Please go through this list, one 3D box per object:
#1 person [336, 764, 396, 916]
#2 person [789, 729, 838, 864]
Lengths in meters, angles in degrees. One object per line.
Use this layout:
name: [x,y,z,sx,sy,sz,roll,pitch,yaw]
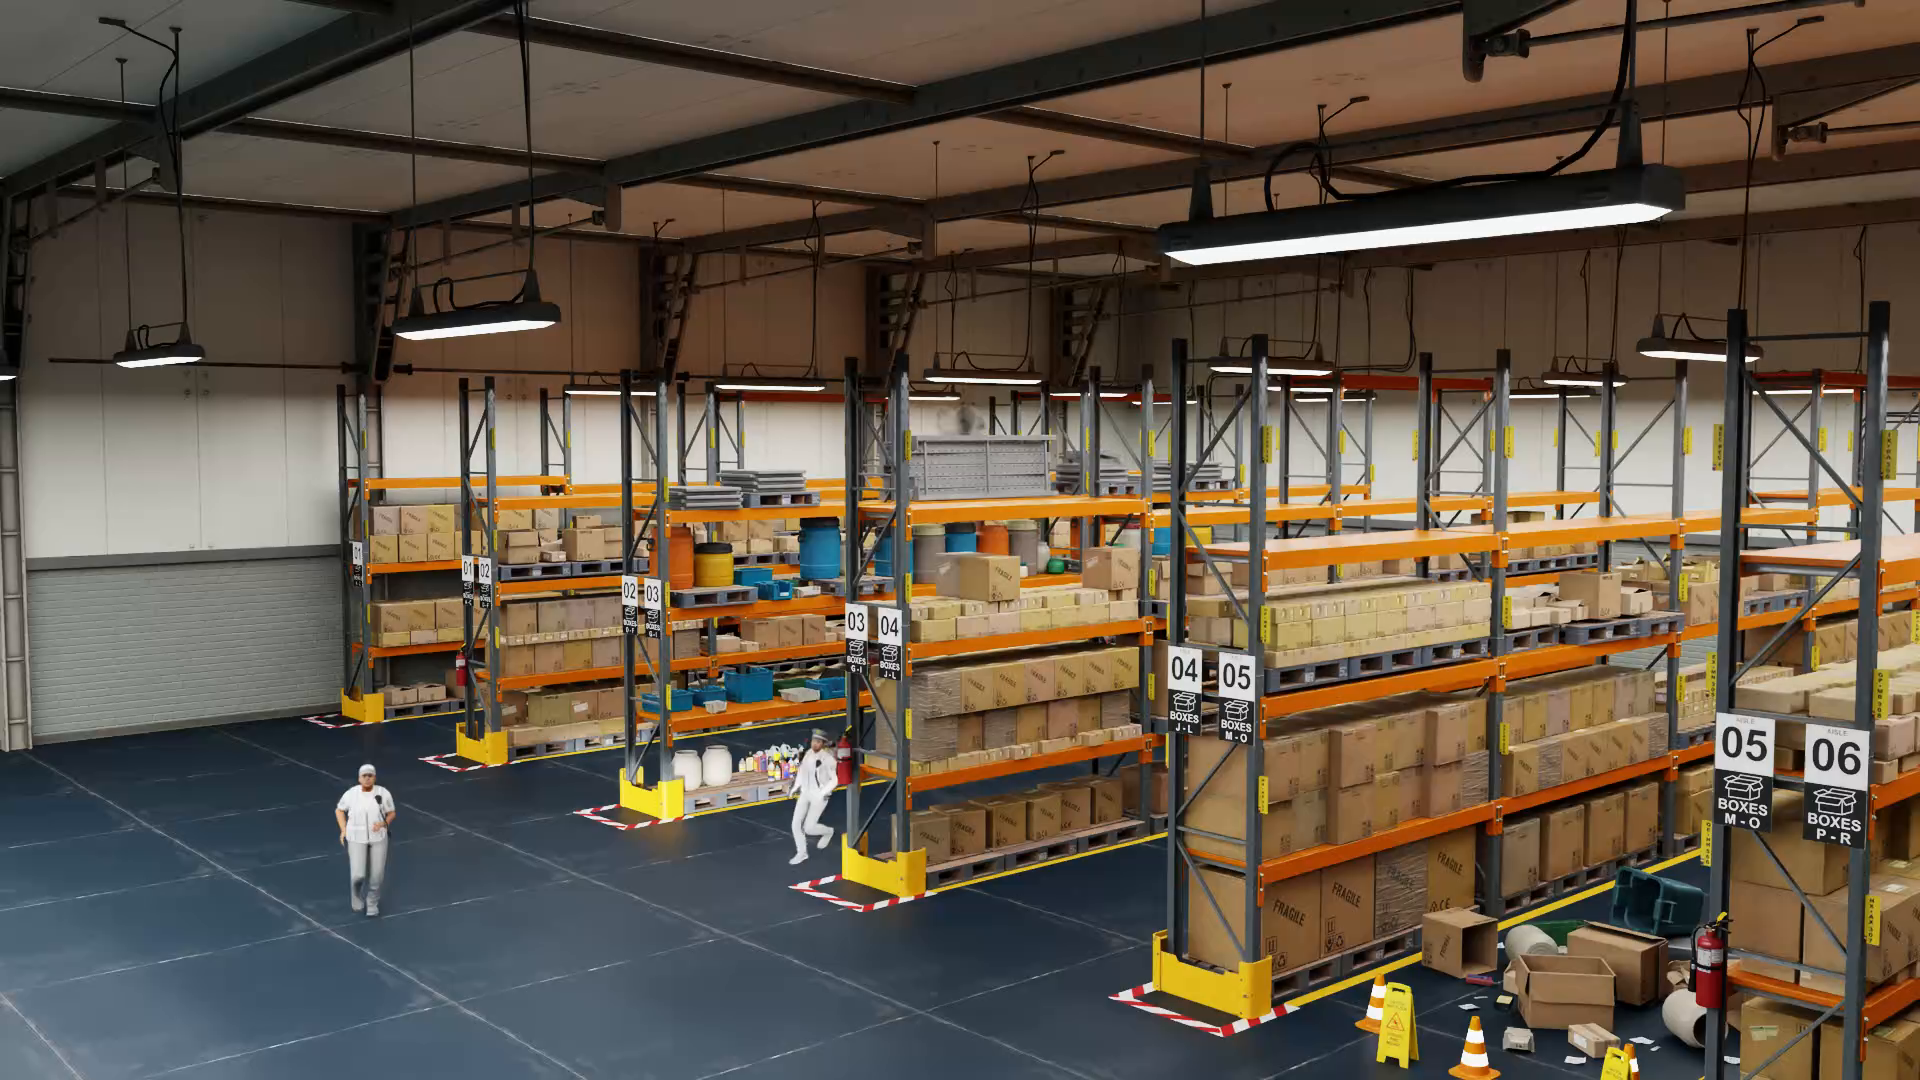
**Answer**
person: [-6.272,3.189,17.594,0.593,1.626,0.567,-2,4,-23]
person: [-1.708,3.060,19.909,0.653,1.654,0.576,3,5,38]
